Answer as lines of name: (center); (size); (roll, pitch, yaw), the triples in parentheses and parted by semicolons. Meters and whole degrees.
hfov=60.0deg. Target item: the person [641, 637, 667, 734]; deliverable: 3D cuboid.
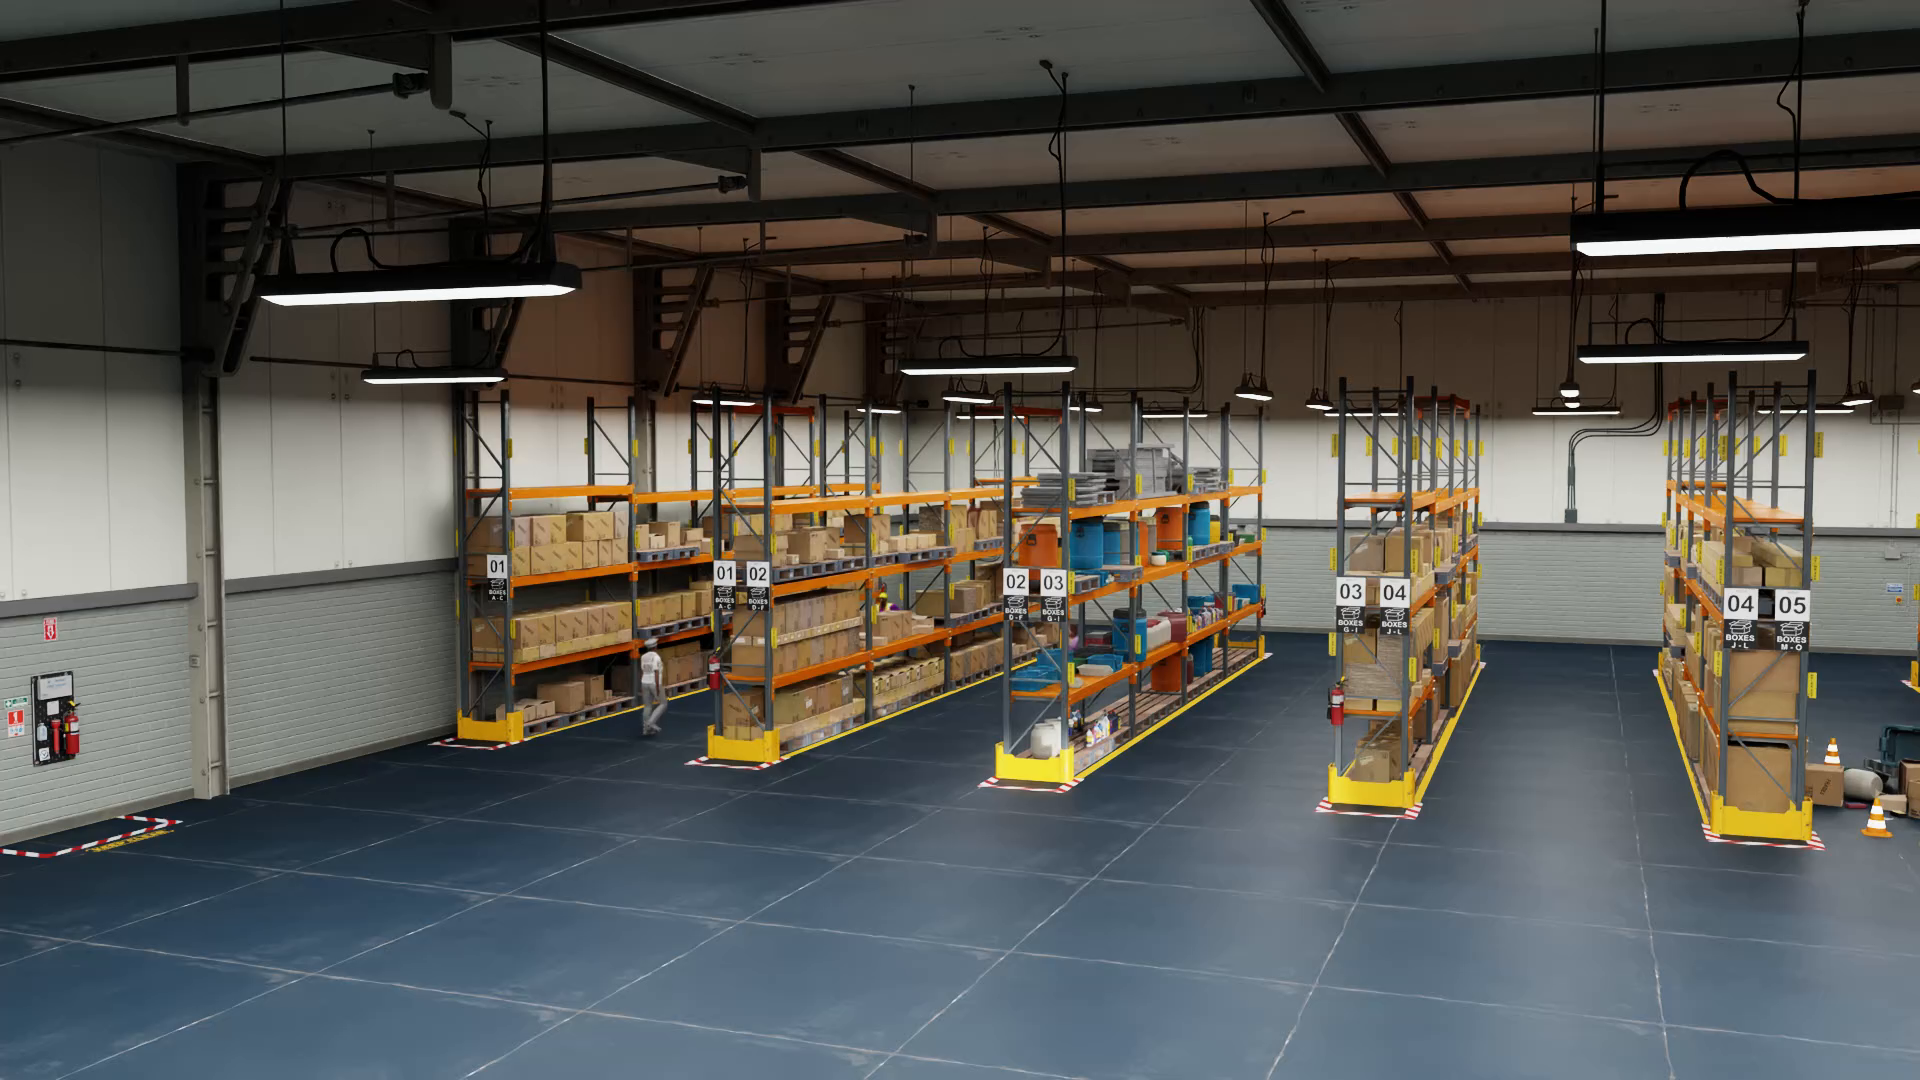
person: (-5.400, 2.556, 29.094); (0.509, 1.675, 0.459); (2, 4, 31)

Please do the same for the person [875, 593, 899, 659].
person: (-1.724, 2.047, 38.484); (0.682, 1.675, 0.706); (2, 4, 31)

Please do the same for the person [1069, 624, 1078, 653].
person: (2.145, 2.439, 32.515); (0.450, 1.510, 0.953); (2, 4, 32)
